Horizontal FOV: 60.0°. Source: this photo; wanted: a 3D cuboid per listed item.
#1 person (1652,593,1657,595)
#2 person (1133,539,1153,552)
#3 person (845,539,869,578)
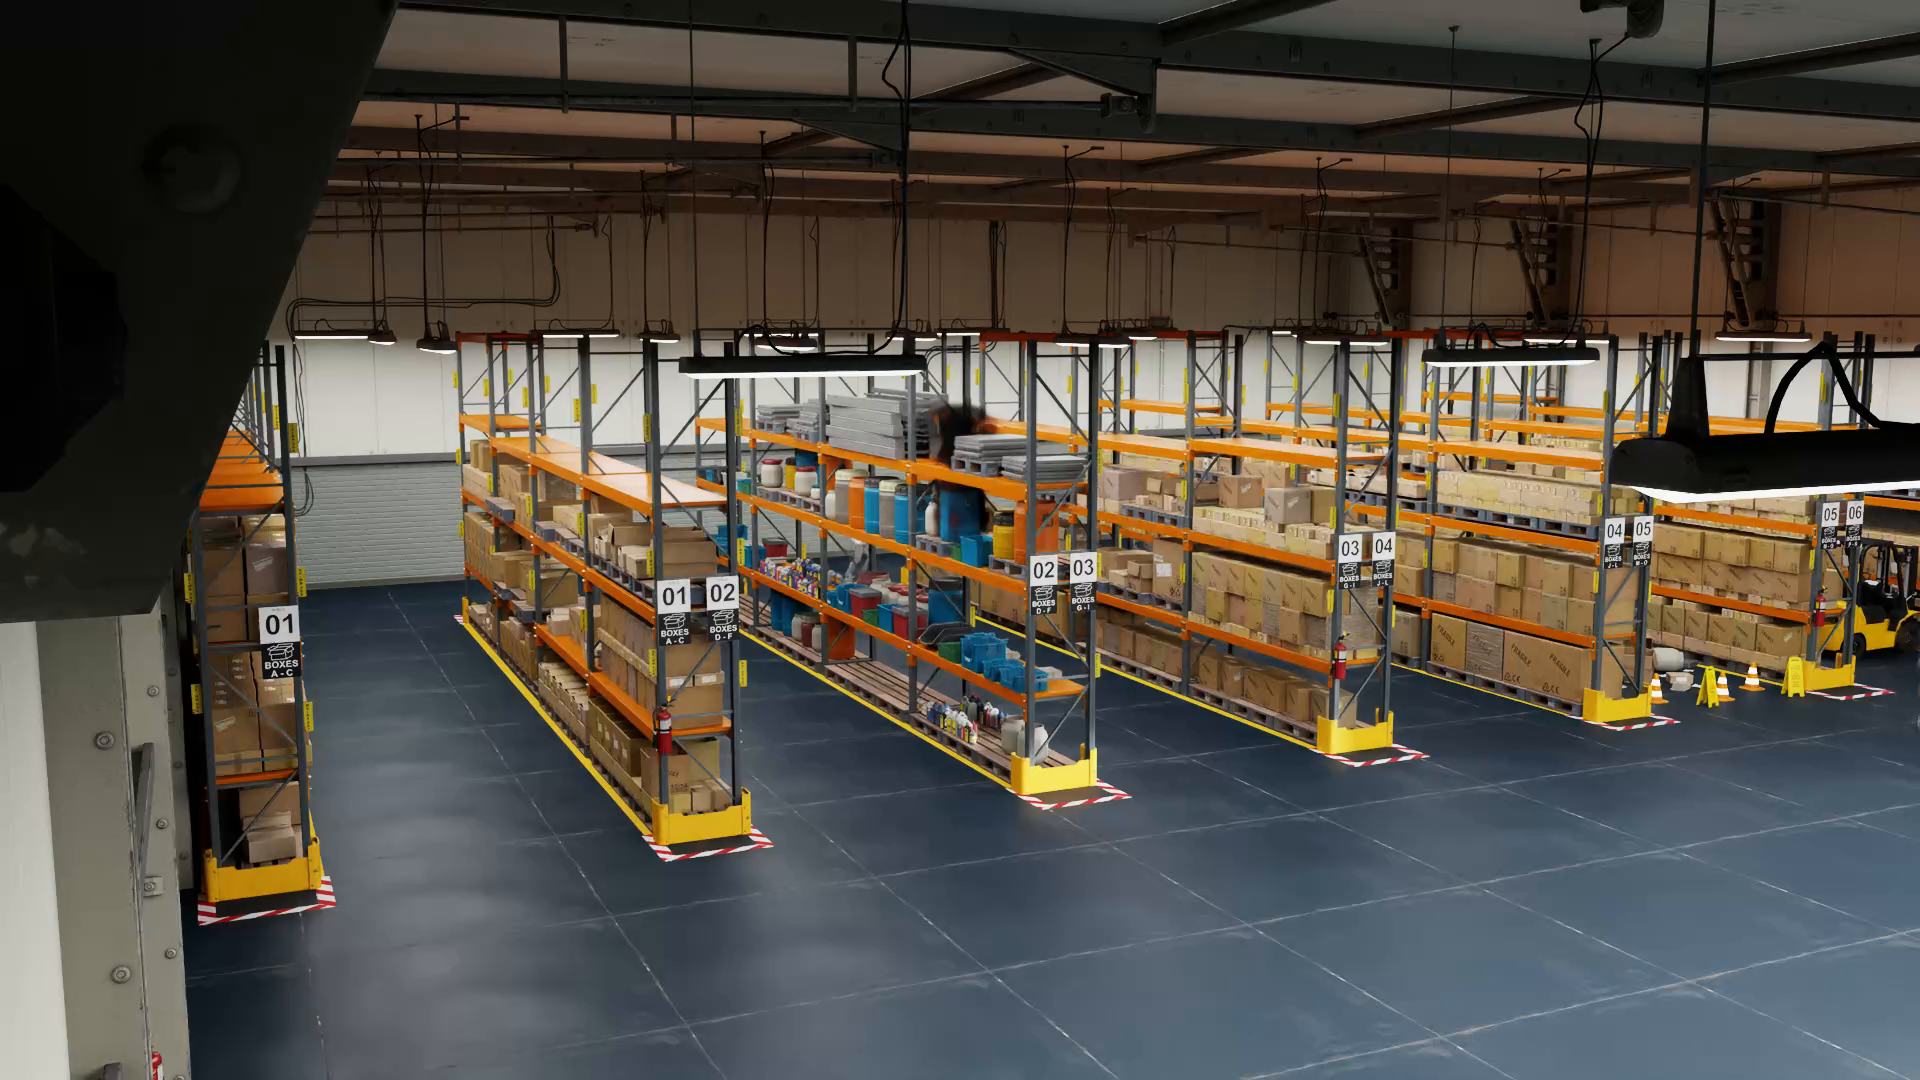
[{"bbox_3d":[14.310,0.954,34.075,0.614,1.580,0.511,-4,9,-30],"label":"person"},{"bbox_3d":[4.614,-0.253,42.347,0.851,1.834,0.636,-5,9,-34],"label":"person"},{"bbox_3d":[-2.367,0.127,40.031,0.716,1.681,0.604,2,8,16],"label":"person"}]
